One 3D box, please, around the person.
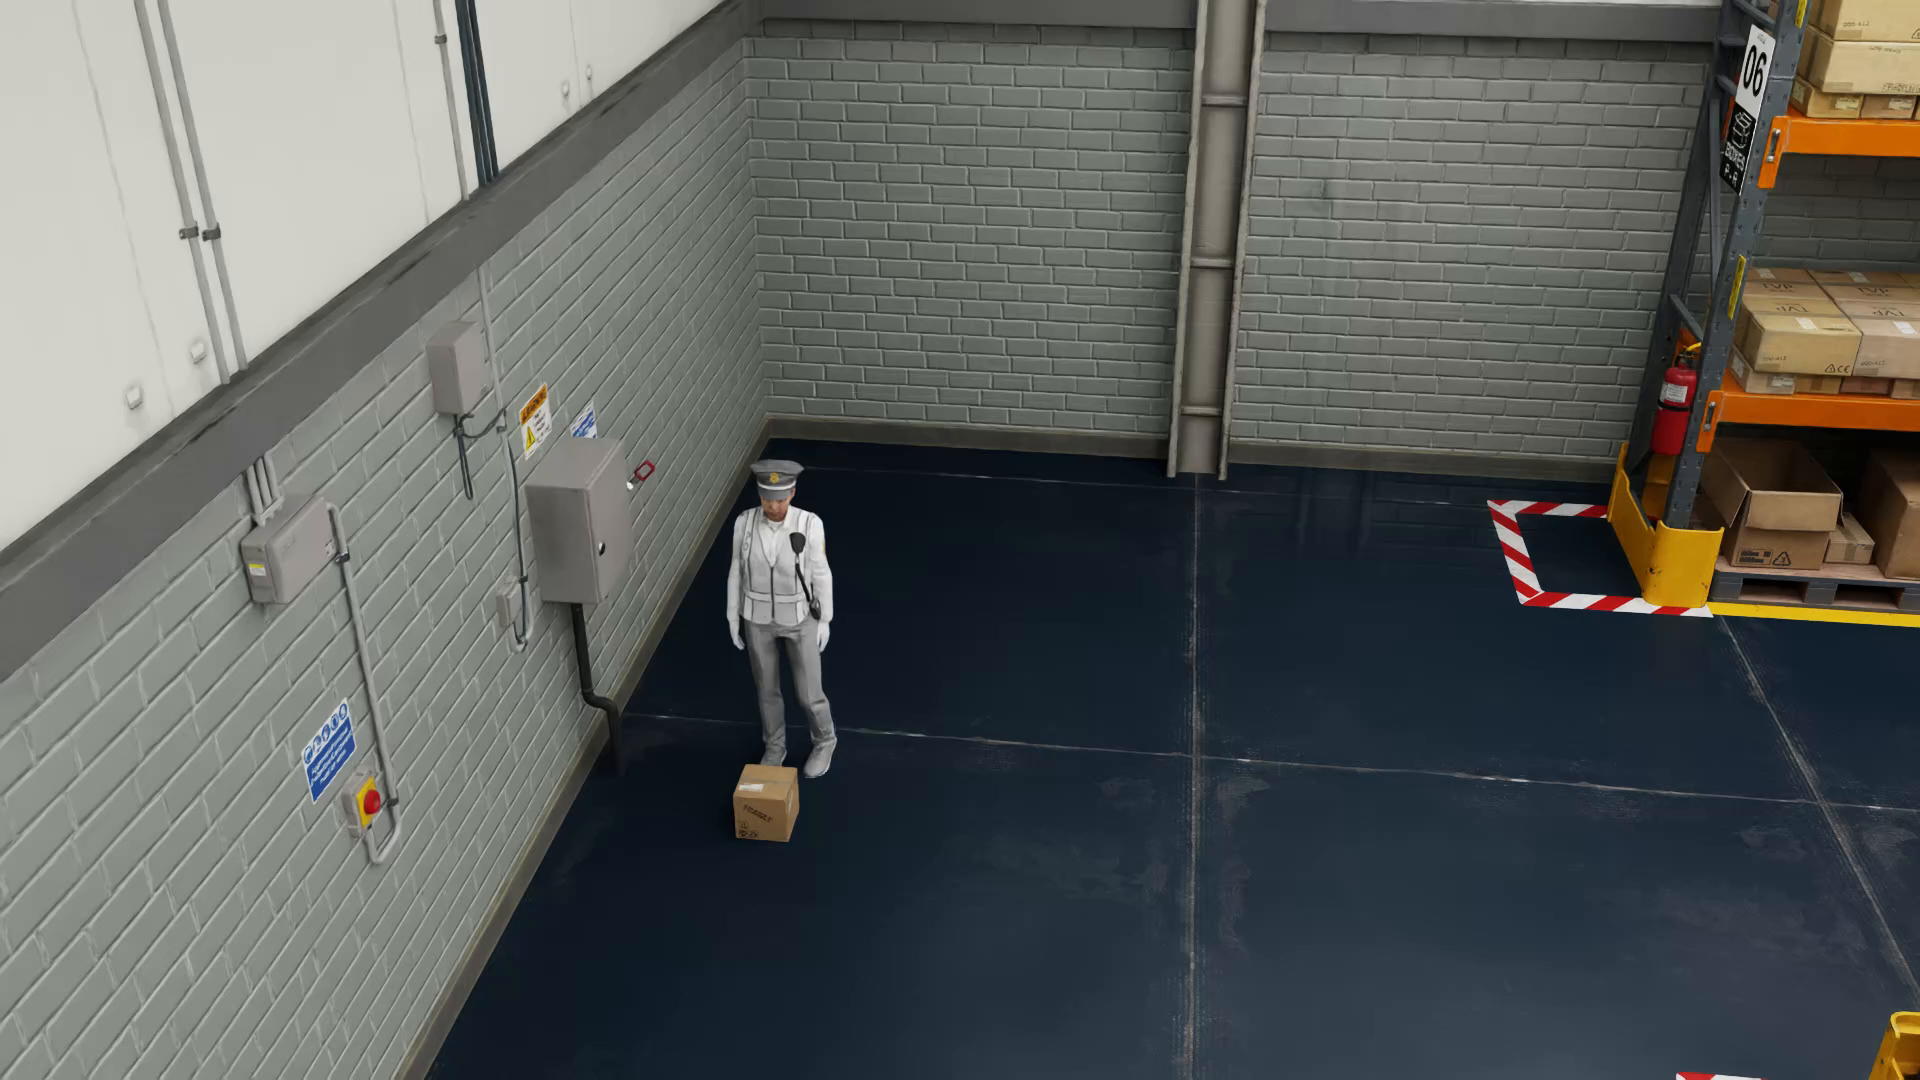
[{"bbox_3d":[-0.860,0.499,7.947,0.505,1.469,0.352,3,29,6],"label":"person"}]
